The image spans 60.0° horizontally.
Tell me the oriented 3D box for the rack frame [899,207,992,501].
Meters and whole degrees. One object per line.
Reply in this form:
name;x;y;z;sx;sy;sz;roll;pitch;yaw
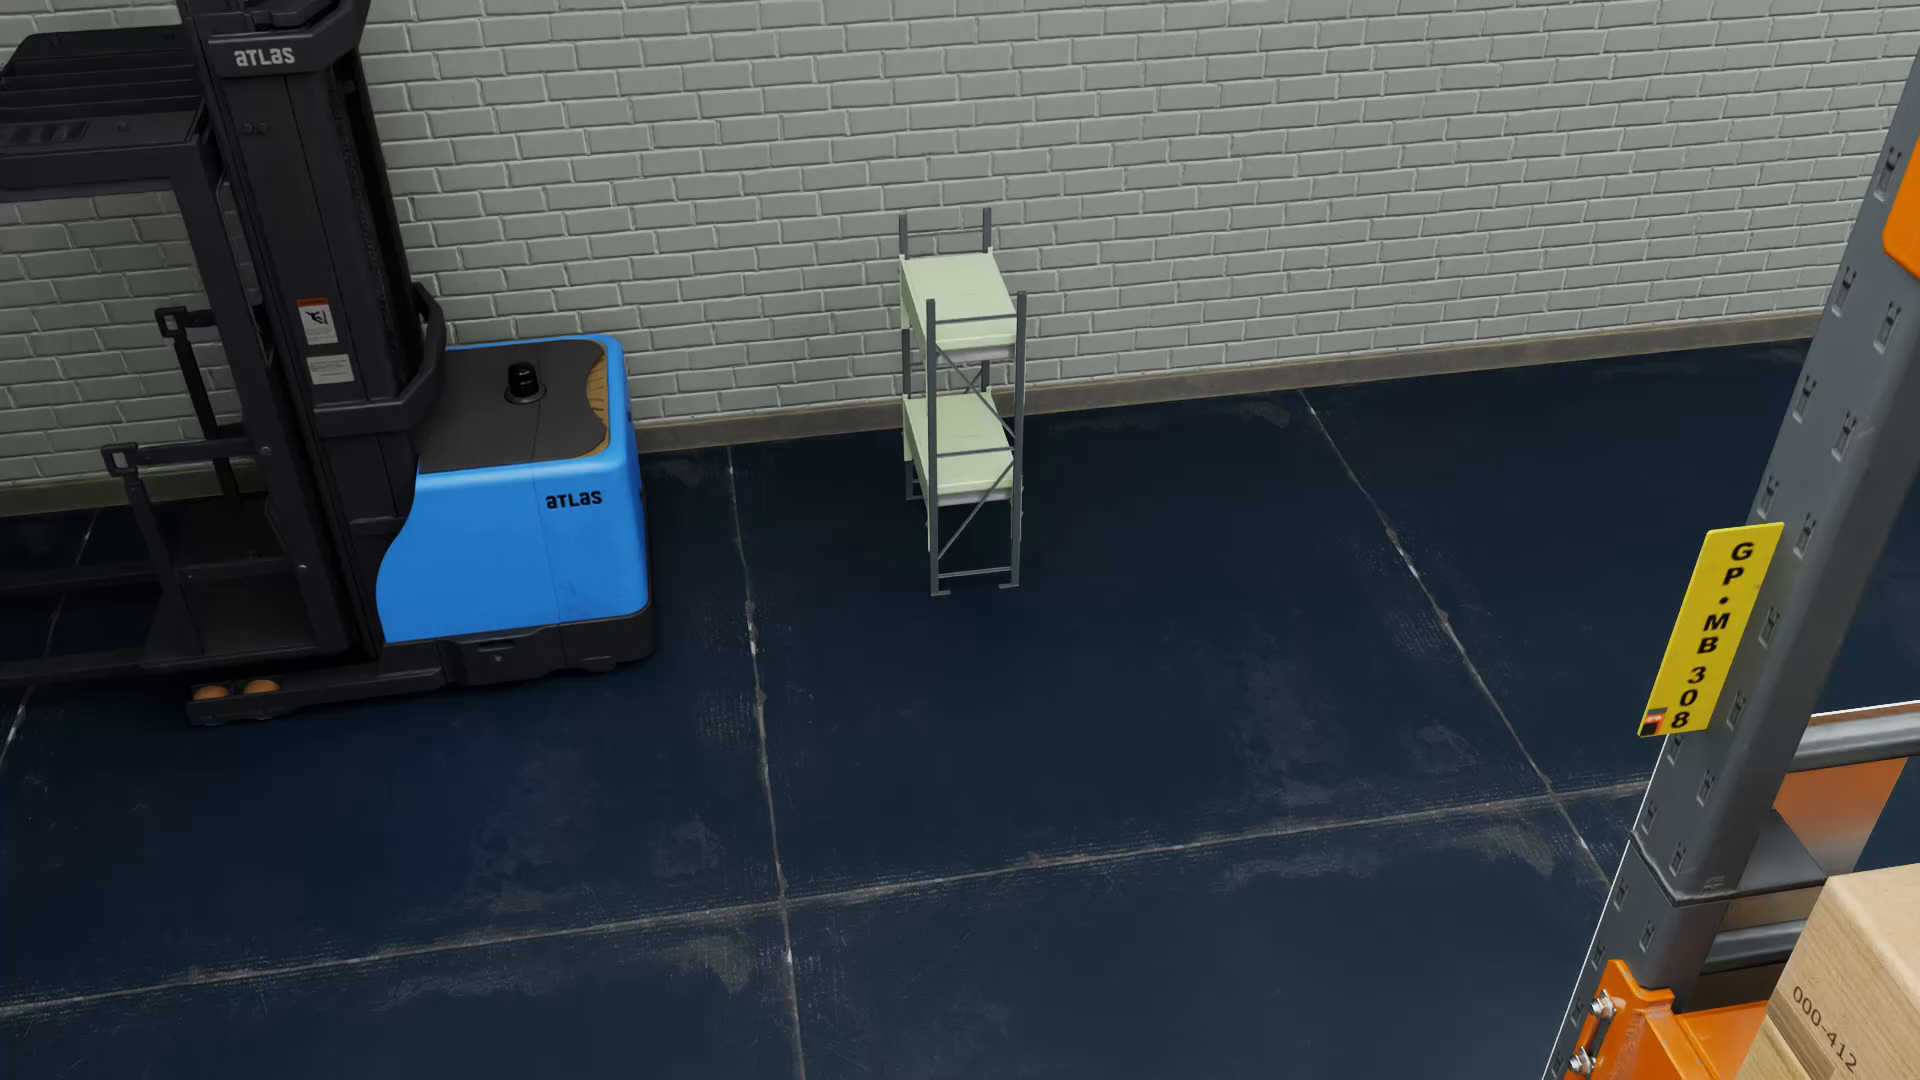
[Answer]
rack frame;-0.063;-0.809;7.569;0.400;1.500;0.023;-6;38;-8

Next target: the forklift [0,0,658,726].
forklift;-2.852;-0.753;6.331;3.031;2.935;1.130;-6;38;-8

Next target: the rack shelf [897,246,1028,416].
rack shelf;0.001;-0.896;7.045;0.431;0.370;0.720;-6;38;-8

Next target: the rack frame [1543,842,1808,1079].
rack frame;1.437;1.585;3.265;1.000;3.000;0.127;-6;38;-8

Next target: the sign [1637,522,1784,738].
sign;0.902;0.114;2.001;0.100;0.325;0.005;-6;38;-8

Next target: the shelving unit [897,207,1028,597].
shelving unit;0.001;-0.588;7.285;0.431;1.500;0.755;-6;38;-8

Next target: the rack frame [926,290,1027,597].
rack frame;0.065;-0.367;7.000;0.400;1.500;0.023;-6;38;-8

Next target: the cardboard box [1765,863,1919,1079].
cardboard box;1.270;0.601;1.802;0.500;0.250;0.500;-6;38;-8

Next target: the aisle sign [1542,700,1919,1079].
aisle sign;1.136;0.549;2.480;0.394;0.787;0.004;-6;38;-8

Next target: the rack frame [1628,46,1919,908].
rack frame;1.437;-0.784;1.424;1.000;3.000;0.127;-6;38;-8

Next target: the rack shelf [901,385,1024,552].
rack shelf;0.001;-0.331;7.485;0.431;0.370;0.720;-6;38;-8

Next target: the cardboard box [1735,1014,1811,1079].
cardboard box;1.276;0.797;1.956;0.500;0.250;0.500;-6;38;-8

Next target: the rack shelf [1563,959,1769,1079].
rack shelf;1.787;1.893;1.010;1.077;0.370;4.000;-6;38;-8
